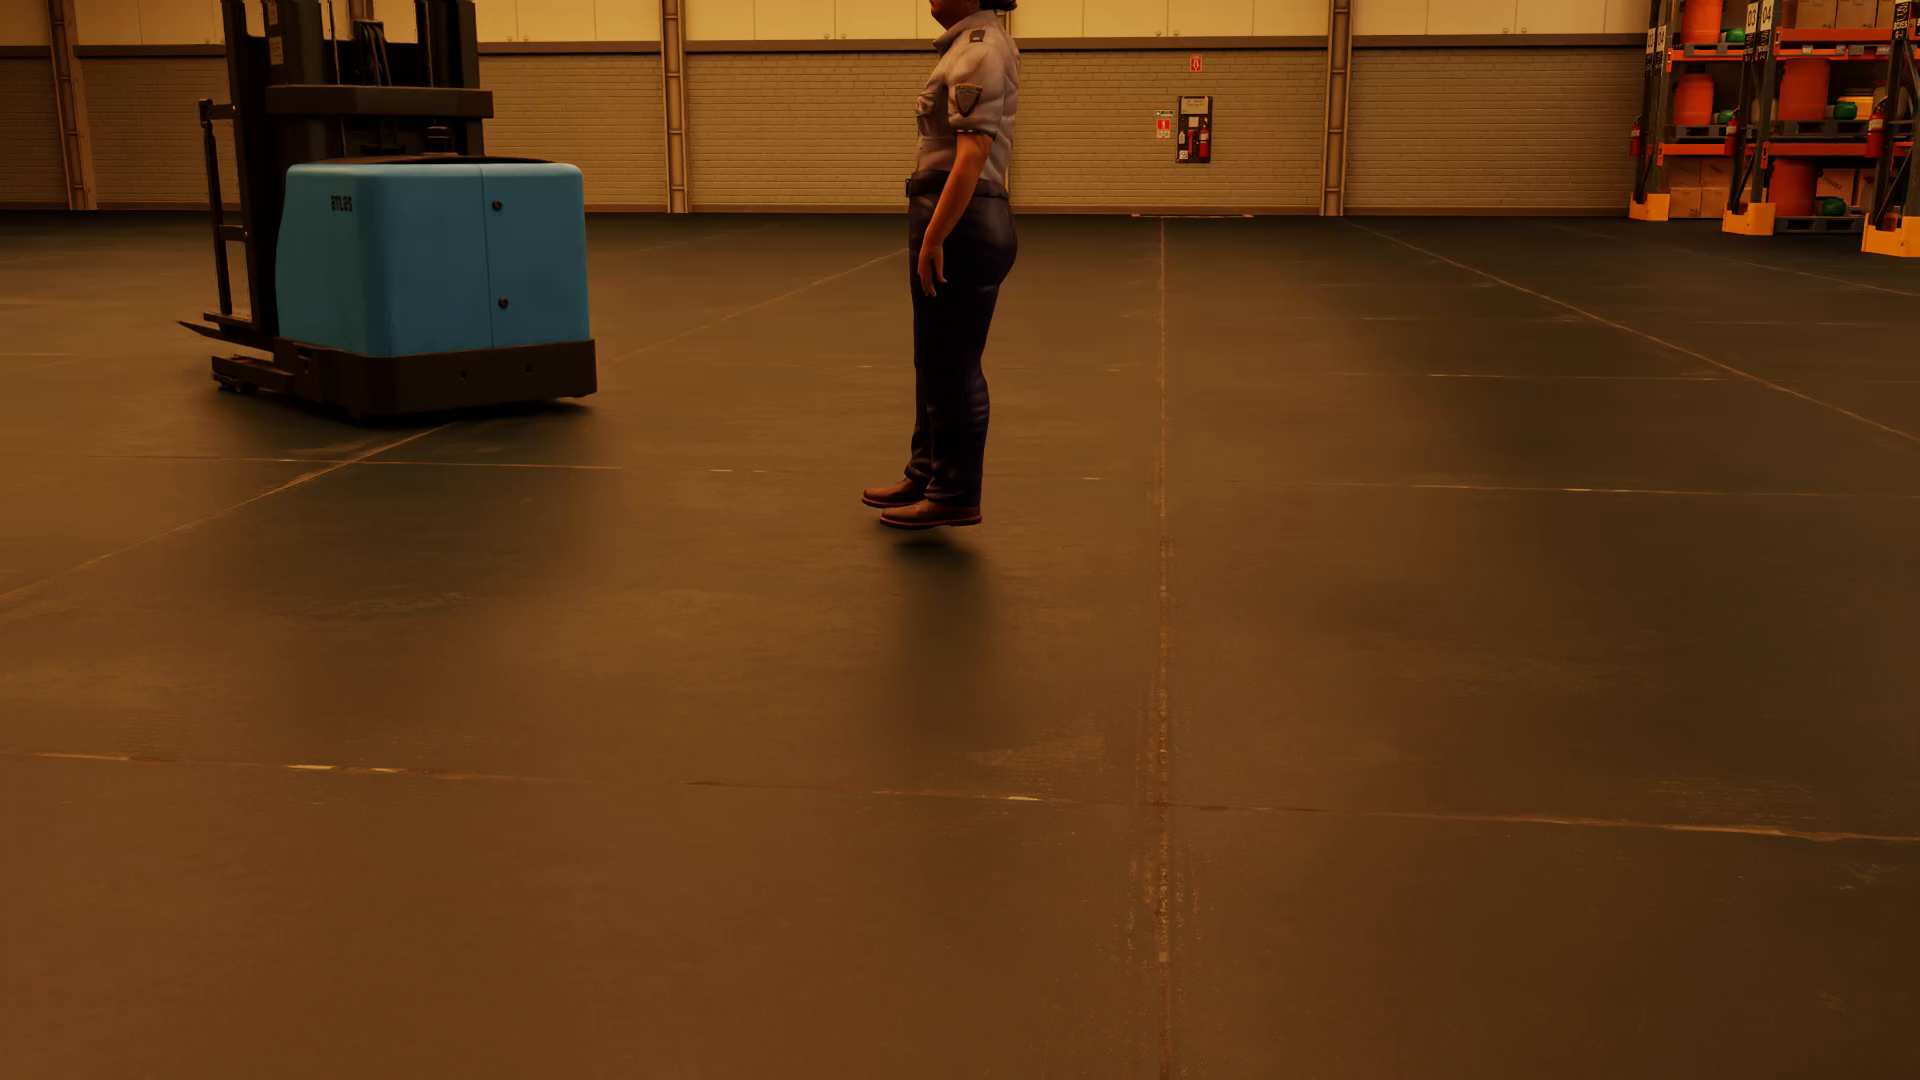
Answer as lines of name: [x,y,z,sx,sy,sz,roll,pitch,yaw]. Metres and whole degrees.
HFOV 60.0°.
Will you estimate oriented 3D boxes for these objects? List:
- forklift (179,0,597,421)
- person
forklift: [-2.989,-2.195,7.895,1.130,2.935,3.031,-12,17,-41]
person: [-0.087,-0.856,4.781,0.502,1.651,0.598,2,13,7]
